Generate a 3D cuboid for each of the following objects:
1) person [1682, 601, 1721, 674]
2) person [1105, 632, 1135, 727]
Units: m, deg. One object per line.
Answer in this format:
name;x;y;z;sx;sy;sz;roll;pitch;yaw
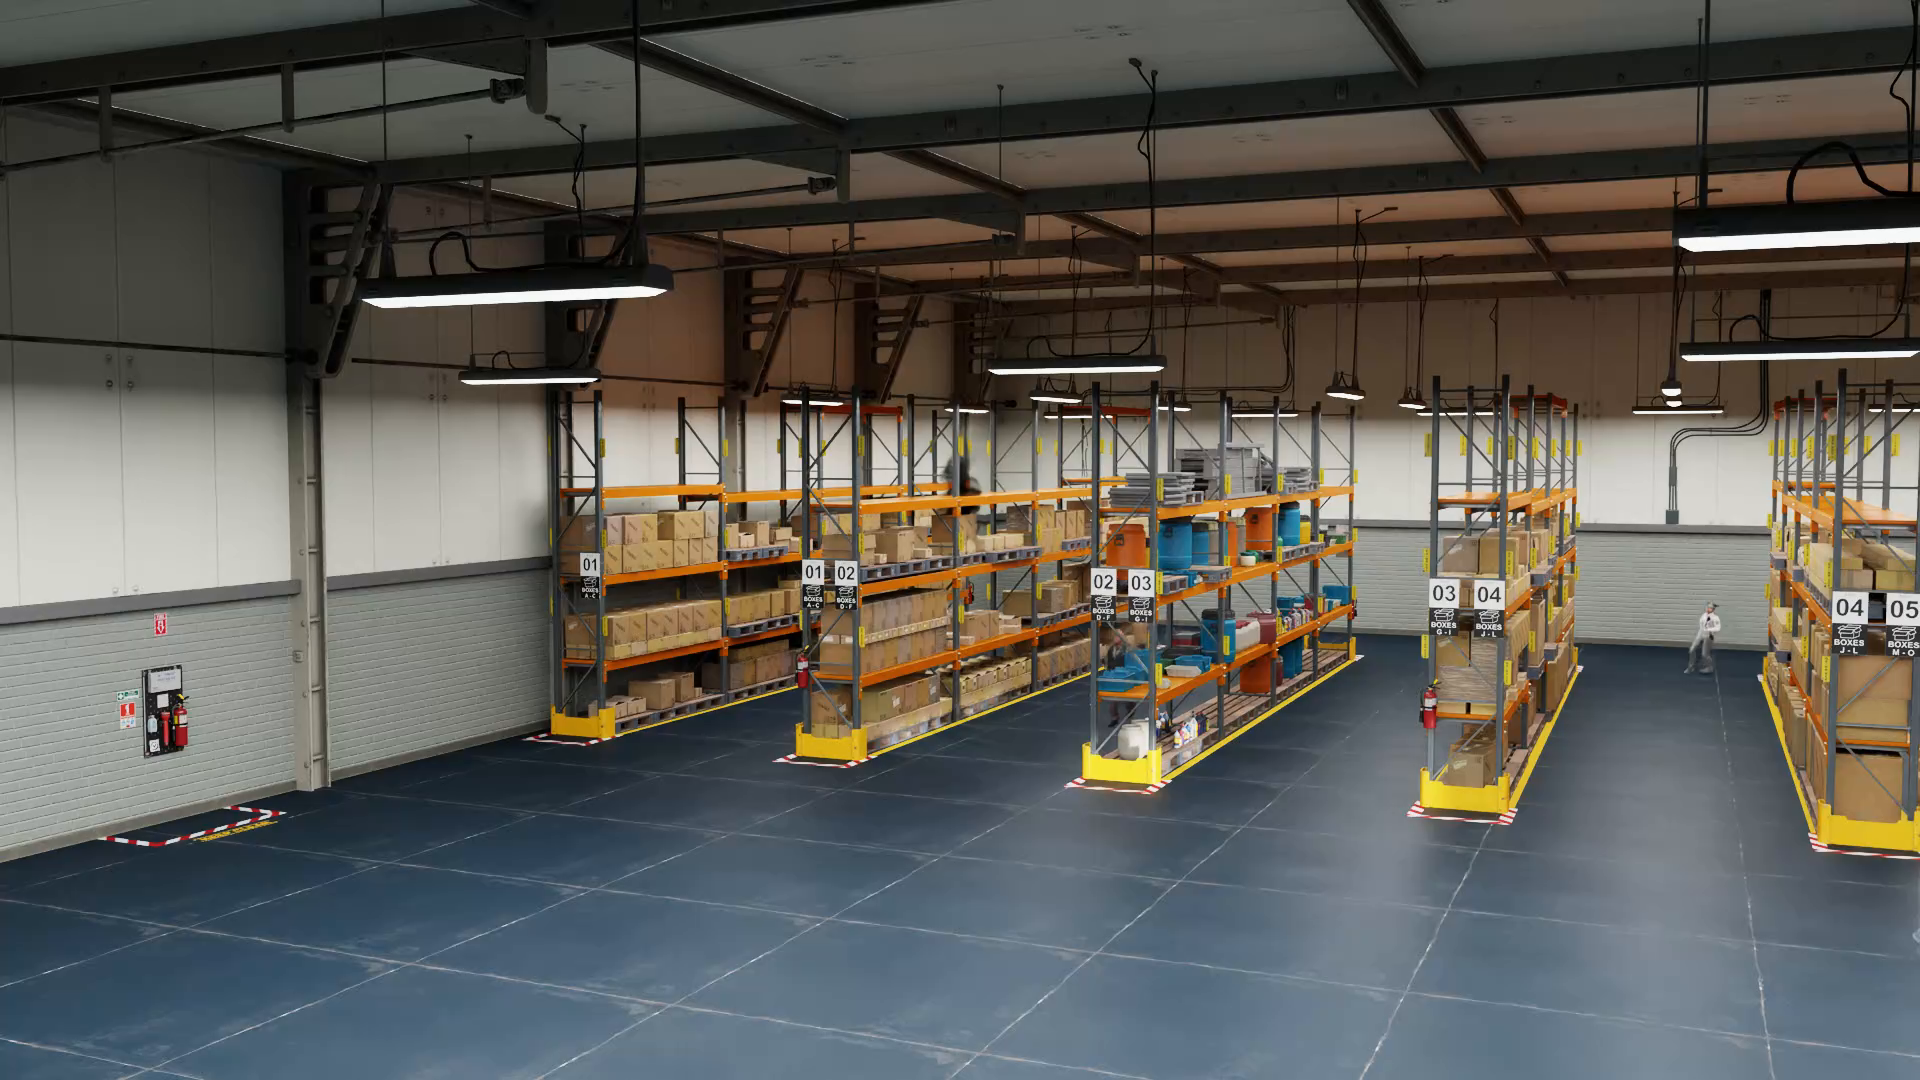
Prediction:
person;16.467;2.176;36.676;0.688;1.668;0.745;-1;3;-19
person;2.903;2.502;30.093;0.678;1.707;0.796;2;4;28
